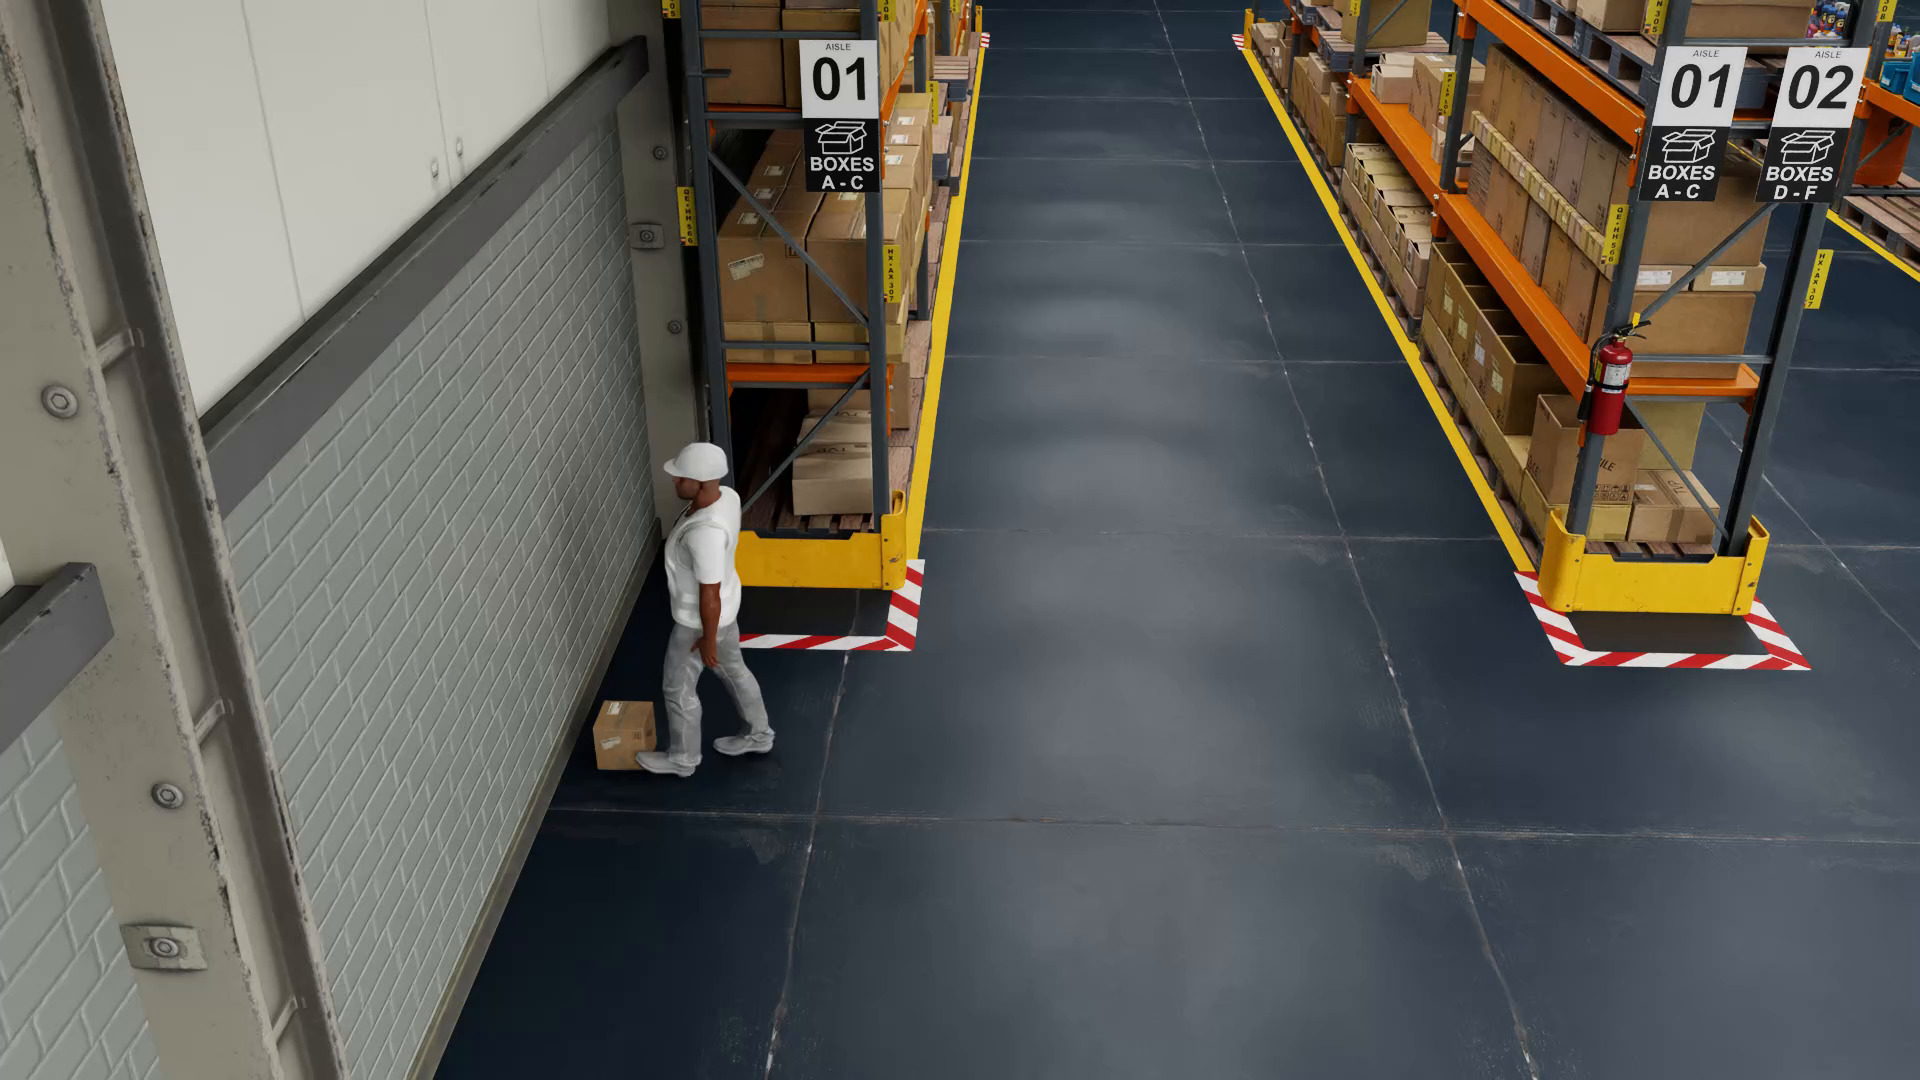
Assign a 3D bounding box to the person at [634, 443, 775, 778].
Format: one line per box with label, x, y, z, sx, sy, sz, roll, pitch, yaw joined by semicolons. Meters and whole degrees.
person;-1.272;0.338;7.983;0.669;1.766;0.571;1;28;3
